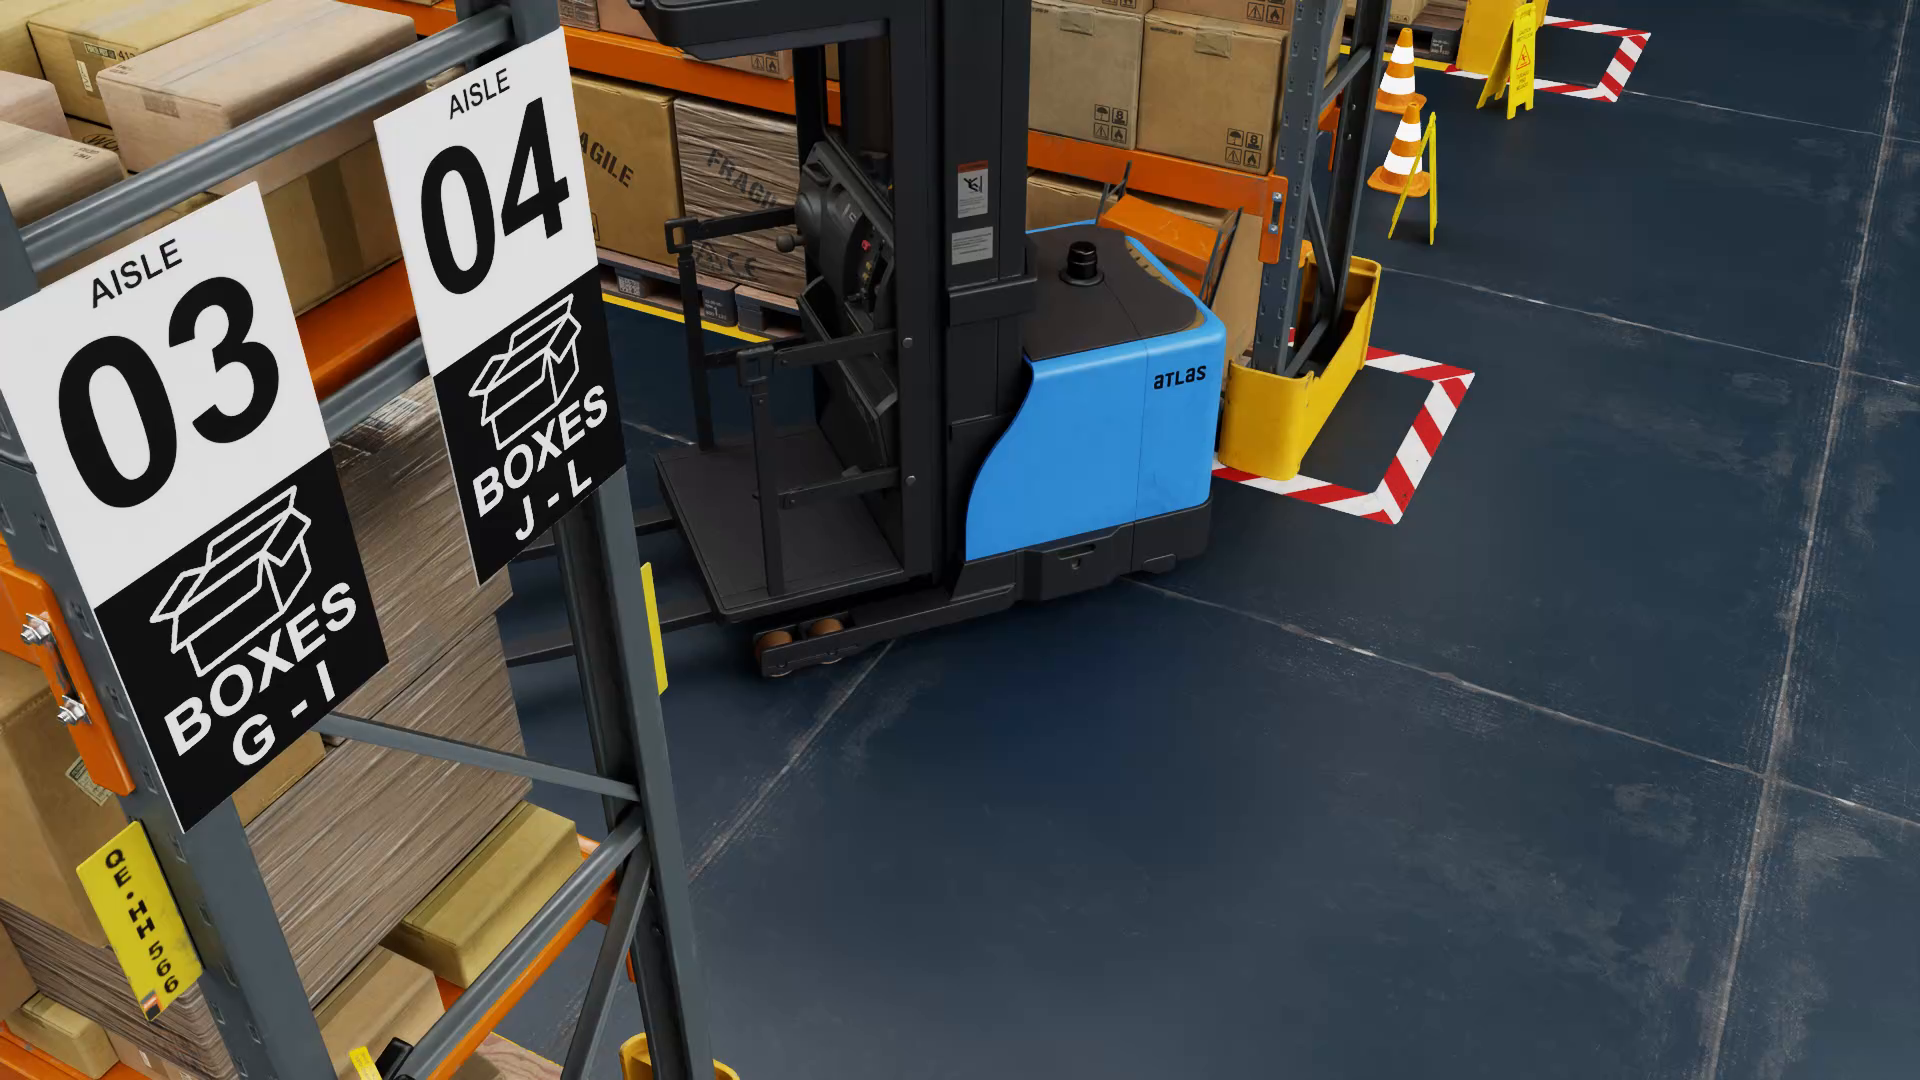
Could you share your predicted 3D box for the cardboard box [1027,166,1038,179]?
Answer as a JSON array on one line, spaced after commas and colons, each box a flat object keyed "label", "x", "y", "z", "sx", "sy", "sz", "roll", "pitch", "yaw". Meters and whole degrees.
[{"label": "cardboard box", "x": 0.080, "y": -1.518, "z": 7.679, "sx": 0.875, "sy": 0.875, "sz": 0.875, "roll": 17, "pitch": 40, "yaw": 21}]

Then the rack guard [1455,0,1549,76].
[{"label": "rack guard", "x": 3.614, "y": -3.511, "z": 10.963, "sx": 0.348, "sy": 0.500, "sz": 1.175, "roll": 17, "pitch": 41, "yaw": 21}]

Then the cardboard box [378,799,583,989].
[{"label": "cardboard box", "x": -1.019, "y": 0.727, "z": 3.519, "sx": 0.250, "sy": 0.149, "sz": 0.380, "roll": 17, "pitch": 41, "yaw": 21}]

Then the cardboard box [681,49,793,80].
[{"label": "cardboard box", "x": -0.800, "y": -2.522, "z": 7.467, "sx": 0.550, "sy": 0.550, "sz": 0.875, "roll": 17, "pitch": 41, "yaw": 21}]

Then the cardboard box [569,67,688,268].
[{"label": "cardboard box", "x": -1.531, "y": -2.021, "z": 8.342, "sx": 0.875, "sy": 0.875, "sz": 0.875, "roll": 18, "pitch": 41, "yaw": 22}]

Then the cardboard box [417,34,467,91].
[{"label": "cardboard box", "x": -2.650, "y": -2.308, "z": 8.823, "sx": 0.750, "sy": 0.750, "sz": 1.050, "roll": 17, "pitch": 40, "yaw": 21}]

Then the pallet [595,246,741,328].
[{"label": "pallet", "x": -1.418, "y": -1.548, "z": 8.615, "sx": 1.213, "sy": 0.211, "sz": 1.003, "roll": 17, "pitch": 41, "yaw": 21}]

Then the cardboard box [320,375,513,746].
[{"label": "cardboard box", "x": -1.239, "y": -0.021, "z": 3.141, "sx": 0.500, "sy": 0.500, "sz": 0.500, "roll": 17, "pitch": 41, "yaw": 21}]

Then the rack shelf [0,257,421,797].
[{"label": "rack shelf", "x": -2.652, "y": -0.630, "z": 3.213, "sx": 4.000, "sy": 0.370, "sz": 1.077, "roll": 17, "pitch": 41, "yaw": 21}]

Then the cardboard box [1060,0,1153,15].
[{"label": "cardboard box", "x": 0.652, "y": -2.518, "z": 6.569, "sx": 0.550, "sy": 0.550, "sz": 0.875, "roll": 17, "pitch": 41, "yaw": 21}]

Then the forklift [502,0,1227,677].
[{"label": "forklift", "x": -0.586, "y": -1.030, "z": 5.683, "sx": 3.031, "sy": 2.935, "sz": 1.130, "roll": -13, "pitch": 39, "yaw": -17}]

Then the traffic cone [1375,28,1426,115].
[{"label": "traffic cone", "x": 2.706, "y": -2.903, "z": 10.191, "sx": 0.334, "sy": 0.463, "sz": 0.336, "roll": 17, "pitch": 41, "yaw": 21}]

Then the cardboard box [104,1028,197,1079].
[{"label": "cardboard box", "x": -1.446, "y": 0.896, "z": 3.296, "sx": 0.250, "sy": 0.149, "sz": 0.380, "roll": 17, "pitch": 41, "yaw": 21}]

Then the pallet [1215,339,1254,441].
[{"label": "pallet", "x": 0.749, "y": -0.870, "z": 7.722, "sx": 1.213, "sy": 0.211, "sz": 1.003, "roll": 17, "pitch": 41, "yaw": 21}]

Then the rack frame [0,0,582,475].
[{"label": "rack frame", "x": -0.876, "y": -1.555, "z": 1.356, "sx": 0.127, "sy": 3.000, "sz": 1.000, "roll": 17, "pitch": 41, "yaw": 21}]

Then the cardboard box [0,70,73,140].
[{"label": "cardboard box", "x": -1.443, "y": -0.504, "z": 2.247, "sx": 0.250, "sy": 0.149, "sz": 0.380, "roll": 16, "pitch": 40, "yaw": 20}]

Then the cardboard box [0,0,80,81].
[{"label": "cardboard box", "x": -1.481, "y": -0.788, "z": 2.621, "sx": 0.250, "sy": 0.149, "sz": 0.380, "roll": 17, "pitch": 40, "yaw": 21}]

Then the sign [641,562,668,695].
[{"label": "sign", "x": -0.627, "y": 0.198, "z": 3.292, "sx": 0.005, "sy": 0.325, "sz": 0.100, "roll": 17, "pitch": 41, "yaw": 21}]

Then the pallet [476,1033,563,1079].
[{"label": "pallet", "x": -1.649, "y": 1.679, "z": 4.363, "sx": 1.213, "sy": 0.211, "sz": 1.003, "roll": 17, "pitch": 41, "yaw": 21}]

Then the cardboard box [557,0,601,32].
[{"label": "cardboard box", "x": -1.724, "y": -2.876, "z": 7.934, "sx": 0.550, "sy": 0.550, "sz": 0.875, "roll": 17, "pitch": 41, "yaw": 21}]

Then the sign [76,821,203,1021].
[{"label": "sign", "x": -1.149, "y": 0.540, "z": 2.339, "sx": 0.005, "sy": 0.325, "sz": 0.100, "roll": 17, "pitch": 41, "yaw": 21}]

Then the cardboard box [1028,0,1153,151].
[{"label": "cardboard box", "x": 0.646, "y": -2.080, "z": 6.885, "sx": 0.550, "sy": 0.550, "sz": 0.875, "roll": 17, "pitch": 41, "yaw": 21}]

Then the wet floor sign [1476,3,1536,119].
[{"label": "wet floor sign", "x": 3.358, "y": -2.921, "z": 10.064, "sx": 0.267, "sy": 0.644, "sz": 0.232, "roll": -29, "pitch": 46, "yaw": -33}]

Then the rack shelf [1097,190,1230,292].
[{"label": "rack shelf", "x": 0.805, "y": -1.195, "z": 6.631, "sx": 0.480, "sy": 0.148, "sz": 0.258, "roll": 26, "pitch": 43, "yaw": 15}]

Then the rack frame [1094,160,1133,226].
[{"label": "rack frame", "x": 0.529, "y": -1.011, "z": 6.952, "sx": 0.015, "sy": 1.200, "sz": 0.240, "roll": 26, "pitch": 43, "yaw": 15}]

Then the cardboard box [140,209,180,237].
[{"label": "cardboard box", "x": -1.421, "y": -0.298, "z": 2.305, "sx": 0.500, "sy": 0.250, "sz": 0.500, "roll": 18, "pitch": 41, "yaw": 23}]

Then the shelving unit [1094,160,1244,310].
[{"label": "shelving unit", "x": 0.740, "y": -0.907, "z": 6.890, "sx": 0.503, "sy": 1.200, "sz": 0.258, "roll": 26, "pitch": 43, "yaw": 15}]

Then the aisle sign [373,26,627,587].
[{"label": "aisle sign", "x": -0.683, "y": -0.345, "z": 2.573, "sx": 0.004, "sy": 0.787, "sz": 0.394, "roll": 17, "pitch": 41, "yaw": 21}]

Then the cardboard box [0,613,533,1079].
[{"label": "cardboard box", "x": -1.352, "y": 0.509, "z": 3.270, "sx": 0.500, "sy": 0.500, "sz": 0.875, "roll": 17, "pitch": 41, "yaw": 21}]

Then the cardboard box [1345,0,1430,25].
[{"label": "cardboard box", "x": 2.819, "y": -3.645, "z": 10.998, "sx": 0.500, "sy": 0.250, "sz": 0.500, "roll": 17, "pitch": 40, "yaw": 21}]

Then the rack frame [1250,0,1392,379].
[{"label": "rack frame", "x": 1.495, "y": -1.800, "z": 6.641, "sx": 0.127, "sy": 3.000, "sz": 1.000, "roll": 17, "pitch": 41, "yaw": 21}]

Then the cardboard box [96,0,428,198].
[{"label": "cardboard box", "x": -1.014, "y": -0.660, "z": 2.452, "sx": 0.250, "sy": 0.149, "sz": 0.380, "roll": 17, "pitch": 40, "yaw": 21}]

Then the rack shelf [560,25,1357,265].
[{"label": "rack shelf", "x": -0.281, "y": -2.070, "z": 7.591, "sx": 4.000, "sy": 0.370, "sz": 1.077, "roll": 17, "pitch": 41, "yaw": 21}]
